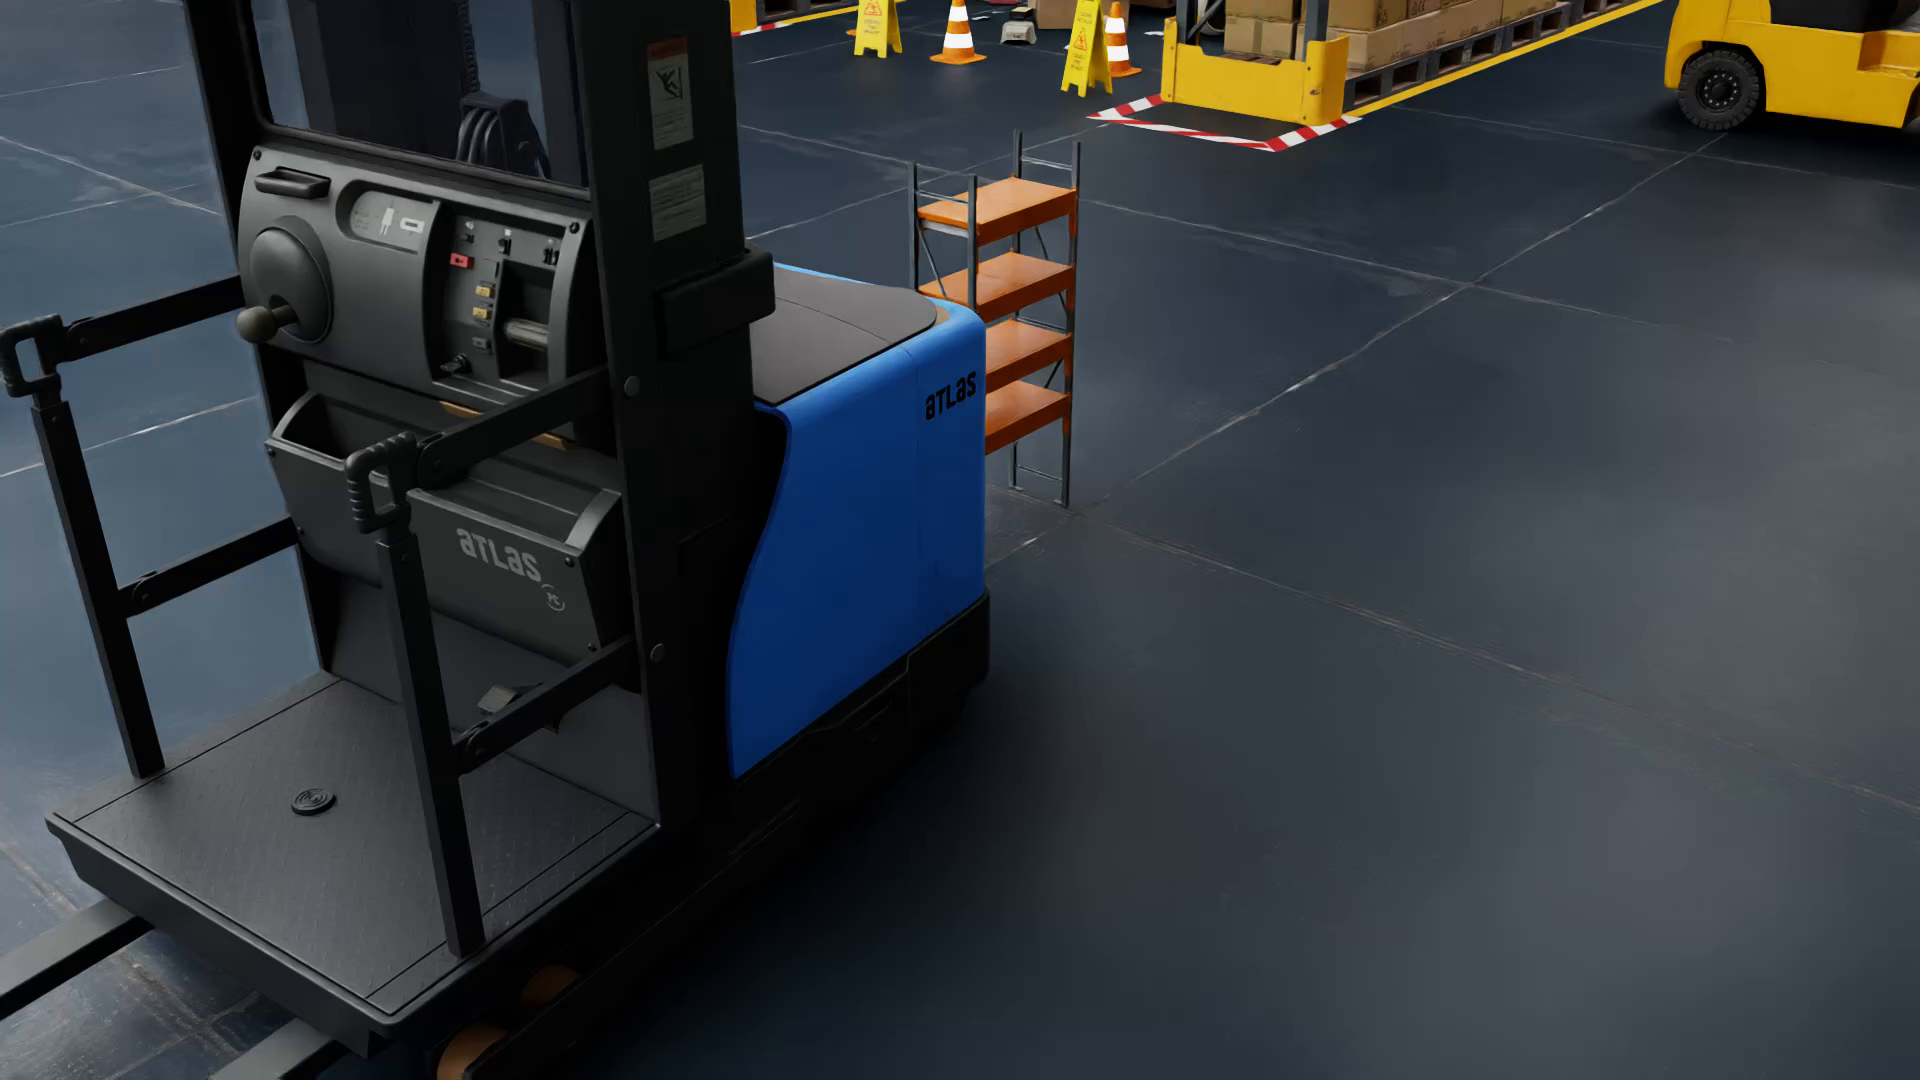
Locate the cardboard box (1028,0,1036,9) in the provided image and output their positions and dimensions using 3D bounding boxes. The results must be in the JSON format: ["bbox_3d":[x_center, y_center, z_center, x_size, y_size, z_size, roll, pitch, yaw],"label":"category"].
[{"bbox_3d":[0.771,-4.509,13.676,0.258,0.266,0.396,-21,34,-35],"label":"cardboard box"}]

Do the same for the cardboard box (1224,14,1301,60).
[{"bbox_3d":[2.105,-3.381,11.056,0.500,0.250,0.500,21,34,34],"label":"cardboard box"}]

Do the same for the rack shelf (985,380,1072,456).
[{"bbox_3d":[0.105,-0.355,5.210,0.258,0.148,0.480,21,34,34],"label":"rack shelf"}]

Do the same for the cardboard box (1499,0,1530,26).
[{"bbox_3d":[3.828,-3.945,12.147,0.500,0.250,0.500,20,33,33],"label":"cardboard box"}]

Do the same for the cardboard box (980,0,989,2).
[{"bbox_3d":[0.248,-4.911,14.197,0.500,0.500,0.500,-21,34,-35],"label":"cardboard box"}]

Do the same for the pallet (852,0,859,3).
[{"bbox_3d":[-0.876,-4.951,14.591,1.003,0.211,1.213,21,34,34],"label":"pallet"}]

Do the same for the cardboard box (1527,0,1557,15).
[{"bbox_3d":[4.159,-4.137,12.518,0.500,0.250,0.500,23,35,37],"label":"cardboard box"}]

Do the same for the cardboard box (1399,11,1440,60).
[{"bbox_3d":[2.840,-3.391,11.075,0.500,0.250,0.500,22,35,36],"label":"cardboard box"}]

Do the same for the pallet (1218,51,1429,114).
[{"bbox_3d":[2.375,-3.108,11.028,1.003,0.211,1.213,21,34,34],"label":"pallet"}]

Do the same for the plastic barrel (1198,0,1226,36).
[{"bbox_3d":[1.929,-4.072,12.661,0.421,0.421,0.512,-5,28,-9],"label":"plastic barrel"}]

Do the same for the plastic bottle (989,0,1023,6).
[{"bbox_3d":[0.396,-4.511,13.904,0.283,0.061,0.133,9,29,17],"label":"plastic bottle"}]

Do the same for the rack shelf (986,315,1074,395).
[{"bbox_3d":[0.105,-0.532,5.119,0.258,0.148,0.480,21,34,34],"label":"rack shelf"}]

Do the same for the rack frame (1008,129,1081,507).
[{"bbox_3d":[0.260,-0.678,5.255,0.240,1.200,0.015,21,34,34],"label":"rack frame"}]

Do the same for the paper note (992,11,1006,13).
[{"bbox_3d":[0.320,-4.304,13.559,0.123,0.001,0.032,-10,29,-18],"label":"paper note"}]

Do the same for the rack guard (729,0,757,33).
[{"bbox_3d":[-2.116,-4.334,13.083,1.175,0.500,0.348,21,34,34],"label":"rack guard"}]

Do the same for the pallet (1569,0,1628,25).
[{"bbox_3d":[4.821,-4.498,13.715,1.003,0.211,1.213,21,34,34],"label":"pallet"}]

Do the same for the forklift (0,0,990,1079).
[{"bbox_3d":[-1.161,-0.467,2.963,1.130,2.935,3.031,17,32,30],"label":"forklift"}]

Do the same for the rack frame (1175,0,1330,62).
[{"bbox_3d":[1.783,-4.042,9.798,1.000,3.000,0.127,21,34,34],"label":"rack frame"}]

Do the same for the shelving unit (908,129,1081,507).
[{"bbox_3d":[0.105,-0.592,5.088,0.258,1.200,0.503,21,34,34],"label":"shelving unit"}]

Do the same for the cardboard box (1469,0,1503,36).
[{"bbox_3d":[3.501,-3.766,11.801,0.500,0.250,0.500,21,34,35],"label":"cardboard box"}]

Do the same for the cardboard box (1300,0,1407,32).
[{"bbox_3d":[2.524,-3.554,10.574,0.500,0.500,0.500,19,33,33],"label":"cardboard box"}]

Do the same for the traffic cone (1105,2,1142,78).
[{"bbox_3d":[1.061,-3.444,11.404,0.336,0.463,0.334,21,34,34],"label":"traffic cone"}]

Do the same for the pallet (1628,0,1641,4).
[{"bbox_3d":[5.597,-4.932,14.554,1.003,0.211,1.213,21,34,34],"label":"pallet"}]

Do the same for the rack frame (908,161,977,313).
[{"bbox_3d":[-0.050,-0.505,4.921,0.240,1.200,0.015,21,34,34],"label":"rack frame"}]

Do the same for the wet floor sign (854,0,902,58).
[{"bbox_3d":[-0.591,-3.818,11.928,0.267,0.644,0.232,15,31,26],"label":"wet floor sign"}]

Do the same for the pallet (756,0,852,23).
[{"bbox_3d":[-1.653,-4.520,13.758,1.003,0.211,1.213,21,34,34],"label":"pallet"}]

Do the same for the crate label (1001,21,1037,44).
[{"bbox_3d":[0.441,-3.800,12.447,0.250,0.136,0.298,4,28,8],"label":"crate label"}]

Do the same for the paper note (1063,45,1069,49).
[{"bbox_3d":[0.848,-3.640,12.253,0.148,0.019,0.142,9,29,17],"label":"paper note"}]

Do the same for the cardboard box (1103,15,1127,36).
[{"bbox_3d":[1.058,-3.830,12.492,0.250,0.149,0.380,-10,29,-18],"label":"cardboard box"}]

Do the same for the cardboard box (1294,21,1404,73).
[{"bbox_3d":[2.509,-3.212,10.730,0.500,0.250,0.500,20,34,34],"label":"cardboard box"}]

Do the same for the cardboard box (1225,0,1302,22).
[{"bbox_3d":[2.091,-3.700,10.857,0.500,0.500,0.500,21,34,35],"label":"cardboard box"}]

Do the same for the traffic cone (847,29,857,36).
[{"bbox_3d":[-0.667,-4.099,12.670,0.336,0.463,0.334,21,34,34],"label":"traffic cone"}]

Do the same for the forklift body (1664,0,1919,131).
[{"bbox_3d":[5.414,-3.421,9.522,2.313,2.155,1.214,21,34,34],"label":"forklift body"}]

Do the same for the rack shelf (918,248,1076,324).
[{"bbox_3d":[0.105,-0.731,5.016,0.258,0.148,0.480,21,34,34],"label":"rack shelf"}]

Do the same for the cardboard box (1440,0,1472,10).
[{"bbox_3d":[3.179,-3.916,11.274,0.500,0.500,0.500,22,34,35],"label":"cardboard box"}]

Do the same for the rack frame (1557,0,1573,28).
[{"bbox_3d":[4.327,-5.460,12.539,1.000,3.000,0.127,21,34,34],"label":"rack frame"}]

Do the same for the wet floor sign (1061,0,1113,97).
[{"bbox_3d":[0.836,-3.241,10.813,0.232,0.644,0.267,-15,31,-27],"label":"wet floor sign"}]

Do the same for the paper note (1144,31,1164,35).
[{"bbox_3d":[1.504,-3.892,12.753,0.142,0.019,0.148,-15,31,-27],"label":"paper note"}]

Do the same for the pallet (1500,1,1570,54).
[{"bbox_3d":[3.927,-3.973,12.700,1.003,0.211,1.213,21,34,34],"label":"pallet"}]

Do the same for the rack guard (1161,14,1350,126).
[{"bbox_3d":[1.831,-2.958,10.424,1.175,0.500,0.348,21,34,34],"label":"rack guard"}]

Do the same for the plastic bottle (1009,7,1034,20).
[{"bbox_3d":[0.502,-4.254,13.406,0.133,0.061,0.283,9,29,17],"label":"plastic bottle"}]

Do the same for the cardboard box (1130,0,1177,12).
[{"bbox_3d":[1.535,-4.690,13.620,0.797,0.637,0.503,21,34,34],"label":"cardboard box"}]

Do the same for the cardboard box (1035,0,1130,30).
[{"bbox_3d":[0.947,-4.295,13.006,0.797,0.503,0.637,0,27,0],"label":"cardboard box"}]

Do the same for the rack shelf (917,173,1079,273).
[{"bbox_3d":[0.105,-0.941,4.907,0.258,0.148,0.480,21,34,34],"label":"rack shelf"}]

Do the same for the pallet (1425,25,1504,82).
[{"bbox_3d":[3.152,-3.538,11.860,1.003,0.211,1.213,21,34,34],"label":"pallet"}]

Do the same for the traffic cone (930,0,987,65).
[{"bbox_3d":[-0.012,-3.648,11.798,0.336,0.463,0.334,21,34,34],"label":"traffic cone"}]

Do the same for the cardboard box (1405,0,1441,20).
[{"bbox_3d":[2.853,-3.740,10.935,0.500,0.500,0.500,19,33,33],"label":"cardboard box"}]

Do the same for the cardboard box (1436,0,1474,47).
[{"bbox_3d":[3.177,-3.588,11.457,0.500,0.250,0.500,24,35,38],"label":"cardboard box"}]

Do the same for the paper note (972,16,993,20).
[{"bbox_3d":[0.180,-4.178,13.295,0.142,0.017,0.144,-15,31,-27],"label":"paper note"}]
